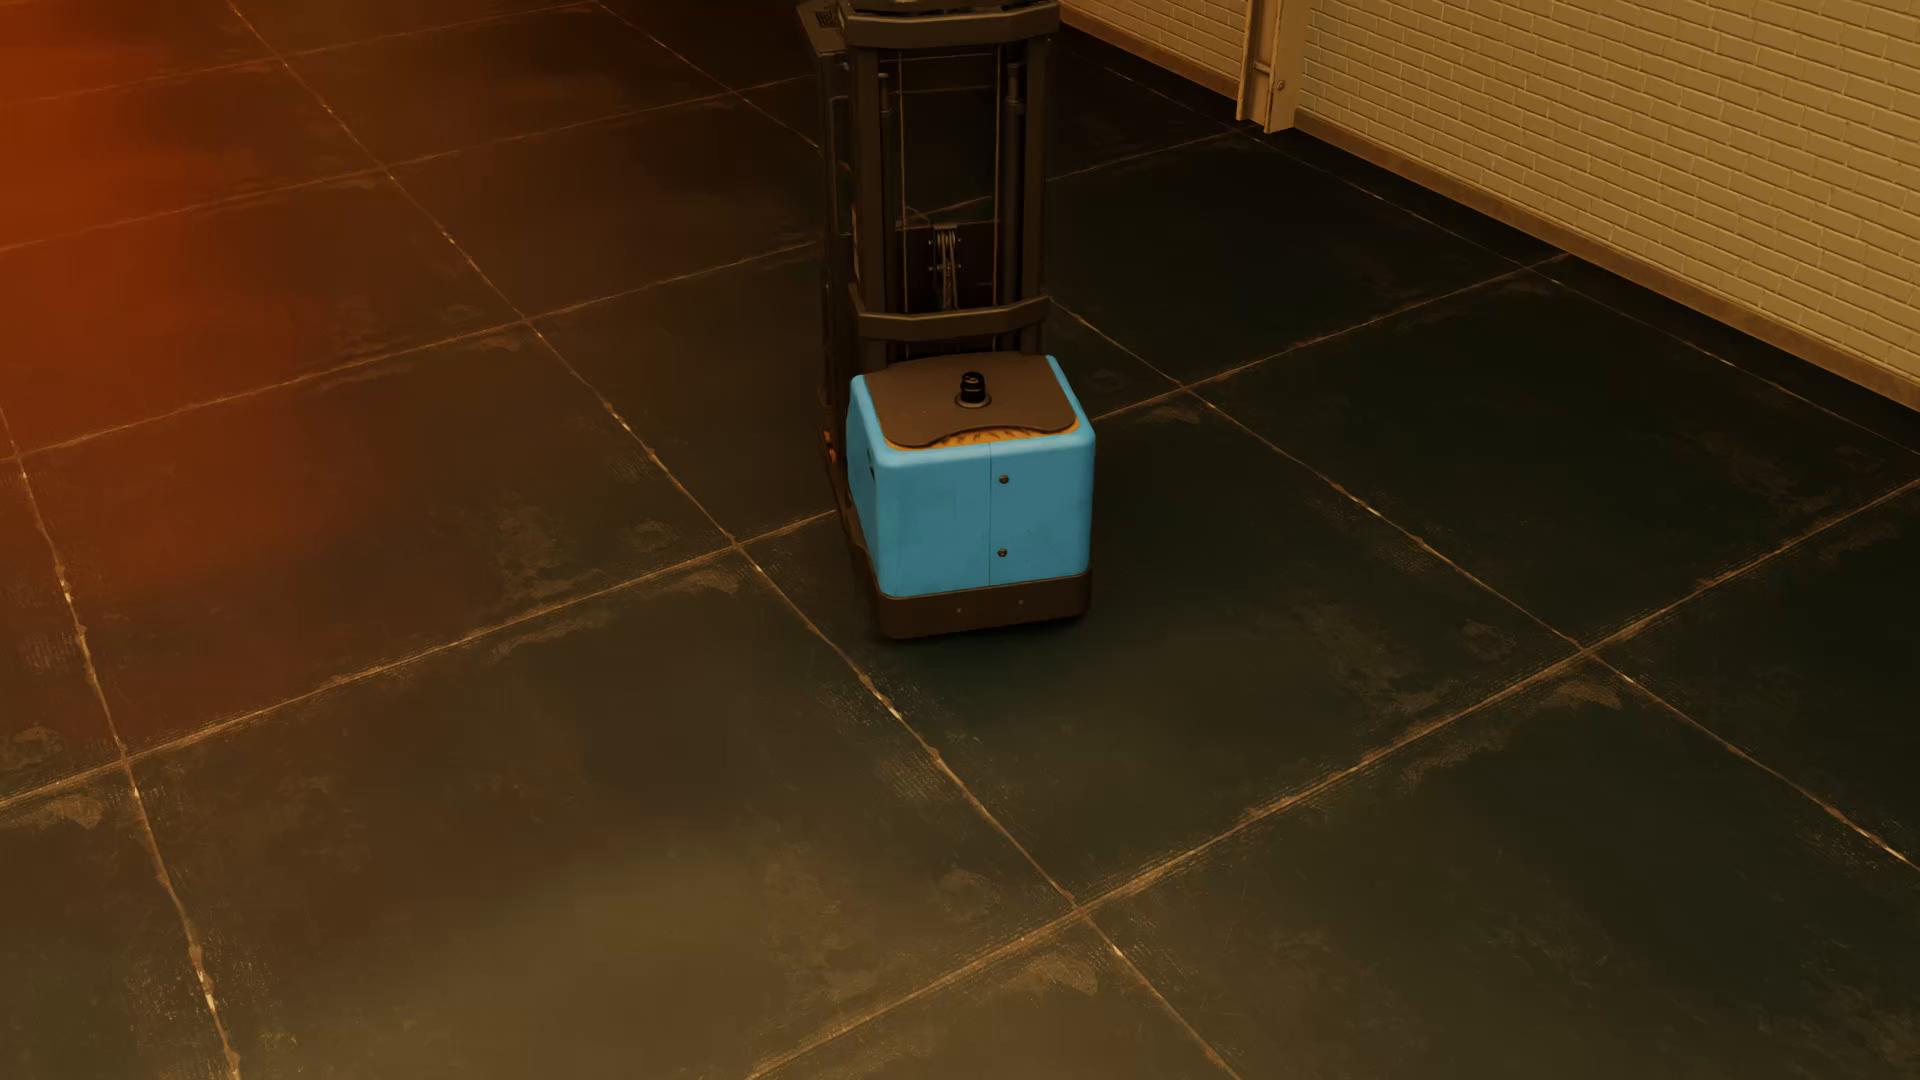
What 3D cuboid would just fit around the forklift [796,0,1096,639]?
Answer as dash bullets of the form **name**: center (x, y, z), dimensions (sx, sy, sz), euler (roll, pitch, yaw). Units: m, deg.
- **forklift**: center (-0.176, -1.571, 8.384), dimensions (1.130, 2.935, 3.031), euler (-7, 36, -10)
